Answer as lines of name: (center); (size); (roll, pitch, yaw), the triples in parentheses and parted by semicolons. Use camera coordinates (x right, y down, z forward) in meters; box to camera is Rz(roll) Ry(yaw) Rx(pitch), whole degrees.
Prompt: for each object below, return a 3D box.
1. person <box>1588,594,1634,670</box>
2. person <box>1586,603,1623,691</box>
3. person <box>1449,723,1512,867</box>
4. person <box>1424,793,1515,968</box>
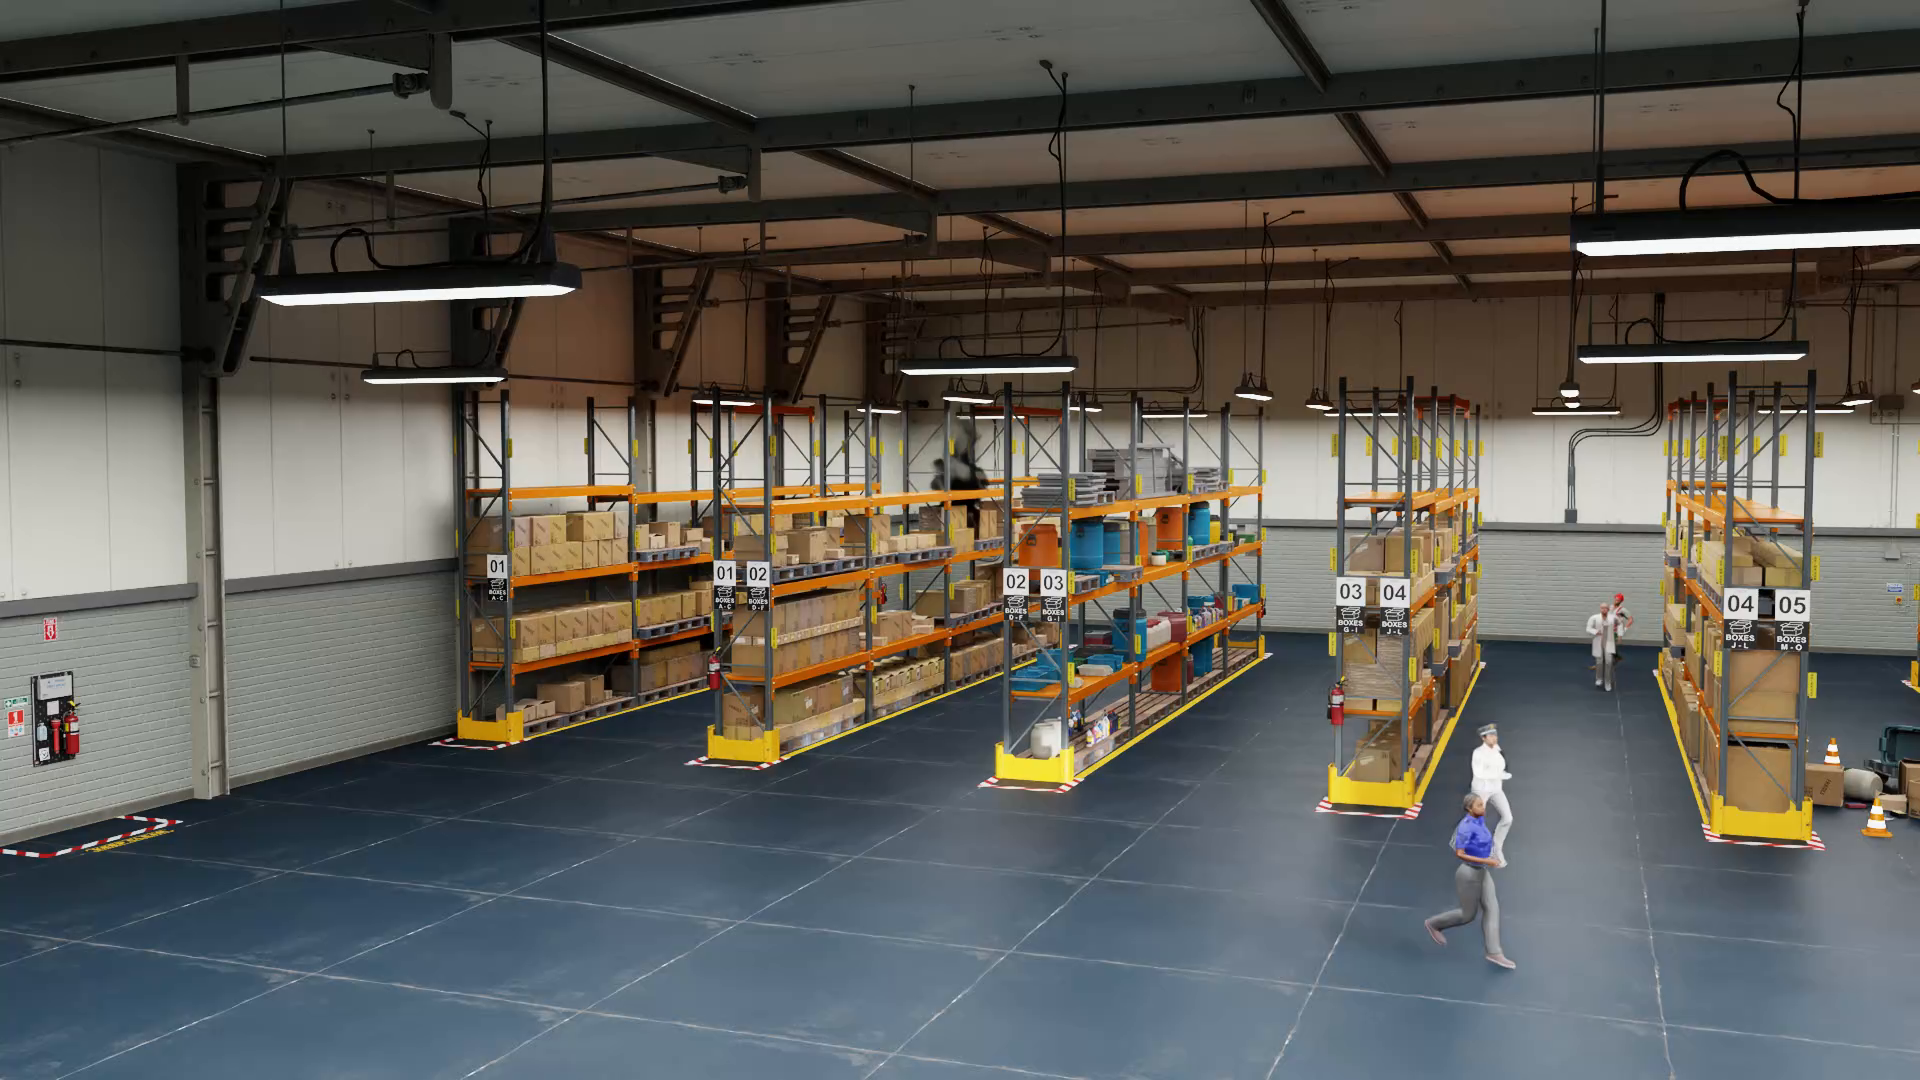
person: (14.655, 2.065, 37.395); (0.886, 1.733, 0.728); (-1, 3, -13)
person: (13.397, 2.223, 34.568); (0.727, 1.849, 0.804); (1, 3, 20)
person: (6.356, 3.051, 20.104); (0.622, 1.729, 0.859); (-2, 4, -29)
person: (4.983, 3.282, 16.200); (0.898, 1.654, 0.580); (3, 4, 41)
